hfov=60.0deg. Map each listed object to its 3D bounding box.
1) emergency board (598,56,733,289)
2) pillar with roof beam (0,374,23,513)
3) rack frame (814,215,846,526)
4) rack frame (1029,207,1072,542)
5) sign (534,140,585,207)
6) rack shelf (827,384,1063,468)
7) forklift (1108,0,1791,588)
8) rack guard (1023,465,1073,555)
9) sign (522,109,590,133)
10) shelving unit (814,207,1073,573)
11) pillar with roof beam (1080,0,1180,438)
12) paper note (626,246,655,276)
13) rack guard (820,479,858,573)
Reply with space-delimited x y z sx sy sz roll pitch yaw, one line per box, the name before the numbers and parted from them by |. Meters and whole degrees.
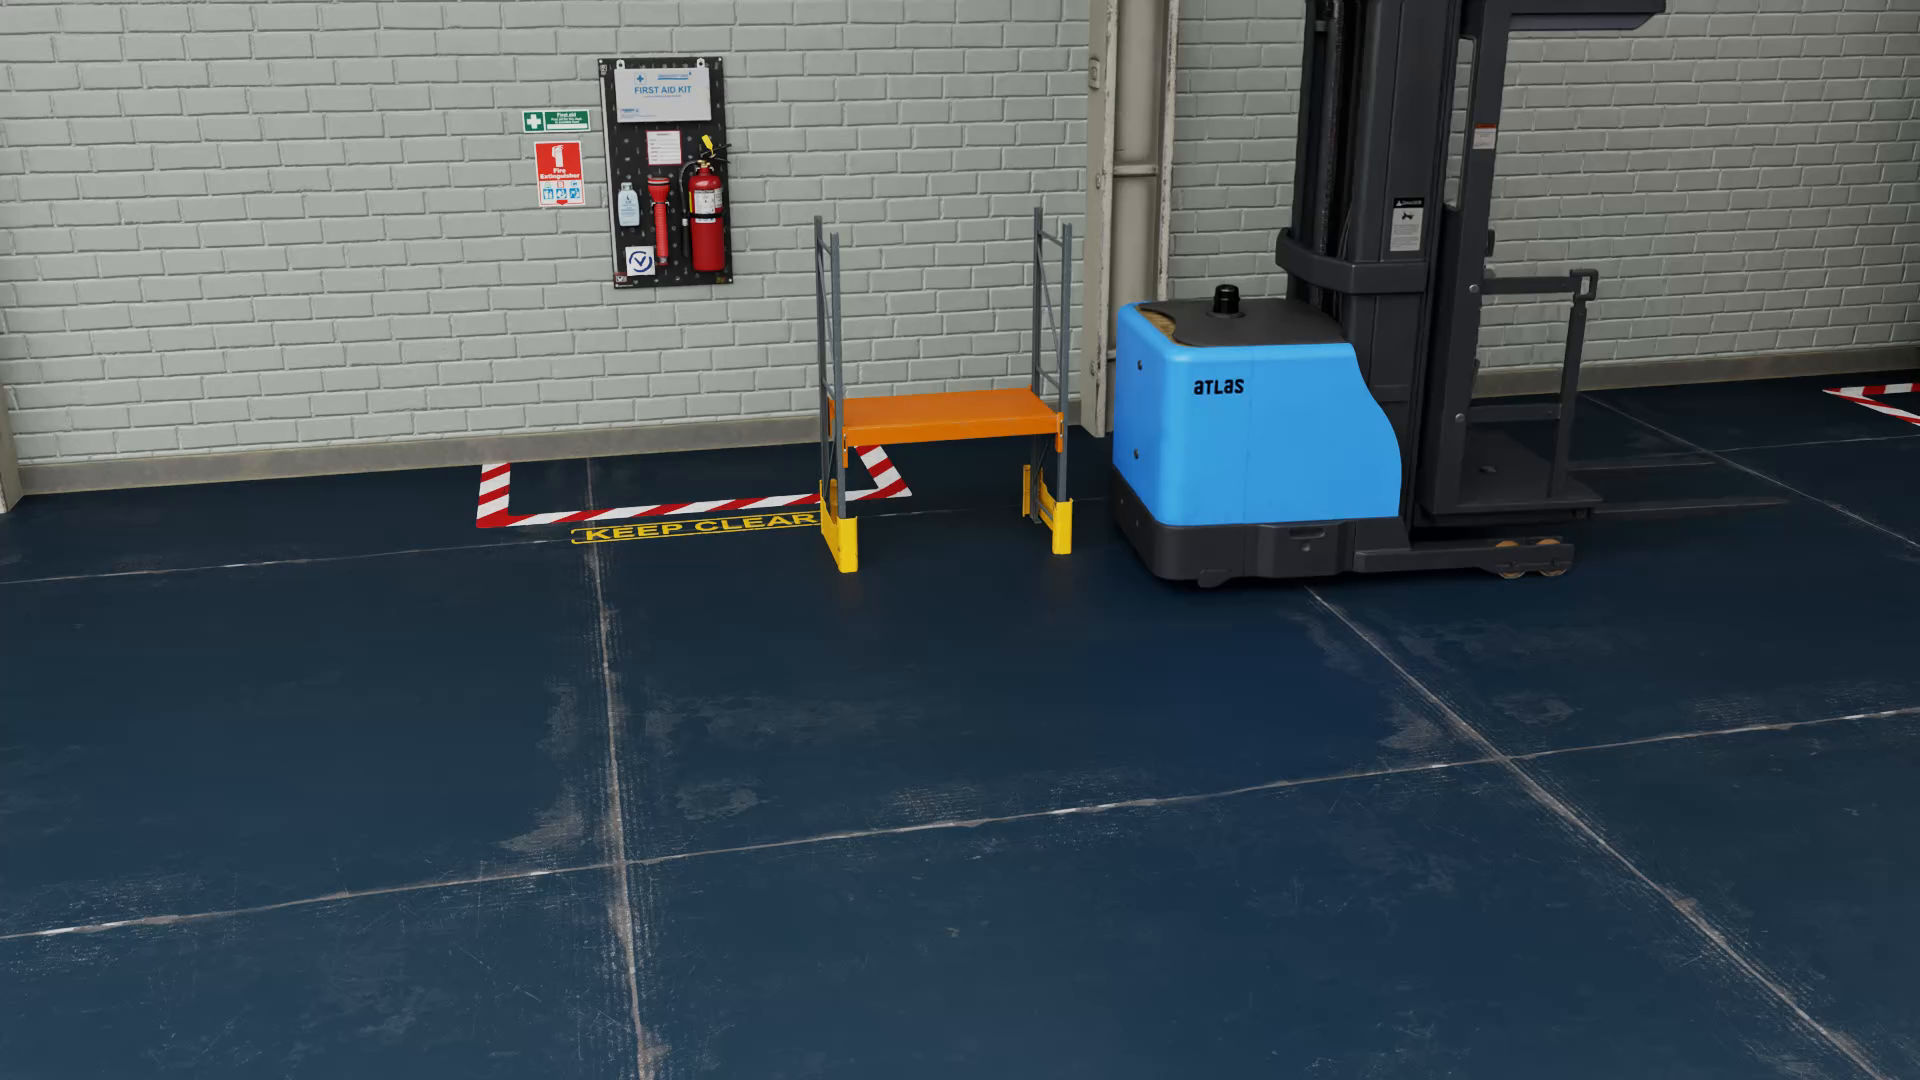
emergency board | -1.491 -1.871 8.562 0.643 1.169 0.194 -5 21 -12
pillar with roof beam | -3.926 -2.955 2.799 0.400 9.000 9.100 -5 21 -12
rack frame | -0.578 -0.657 7.428 0.032 1.500 0.500 -5 21 -12
rack frame | 0.412 -0.738 7.648 0.032 1.500 0.500 -5 21 -12
sign | -2.053 -1.879 8.531 0.234 0.329 0.001 -5 21 -12
rack shelf | -0.083 -0.529 7.600 1.000 0.185 0.538 -5 21 -12
forklift | 2.273 -1.381 7.323 3.031 2.935 1.130 -3 20 -7
rack guard | 0.410 -0.151 7.863 0.087 0.250 0.587 -5 21 -12
sign | -2.047 -2.125 8.433 0.331 0.109 0.001 -5 21 -12
shelving unit | -0.074 -0.698 7.540 1.083 1.500 0.587 -5 21 -12
pillar with roof beam | 1.913 -3.430 4.096 0.400 9.000 9.100 -5 21 -12
paper note | -1.680 -1.467 8.739 0.142 0.148 0.016 -5 21 -12
rack guard | -0.559 -0.072 7.648 0.087 0.250 0.587 -5 21 -12
